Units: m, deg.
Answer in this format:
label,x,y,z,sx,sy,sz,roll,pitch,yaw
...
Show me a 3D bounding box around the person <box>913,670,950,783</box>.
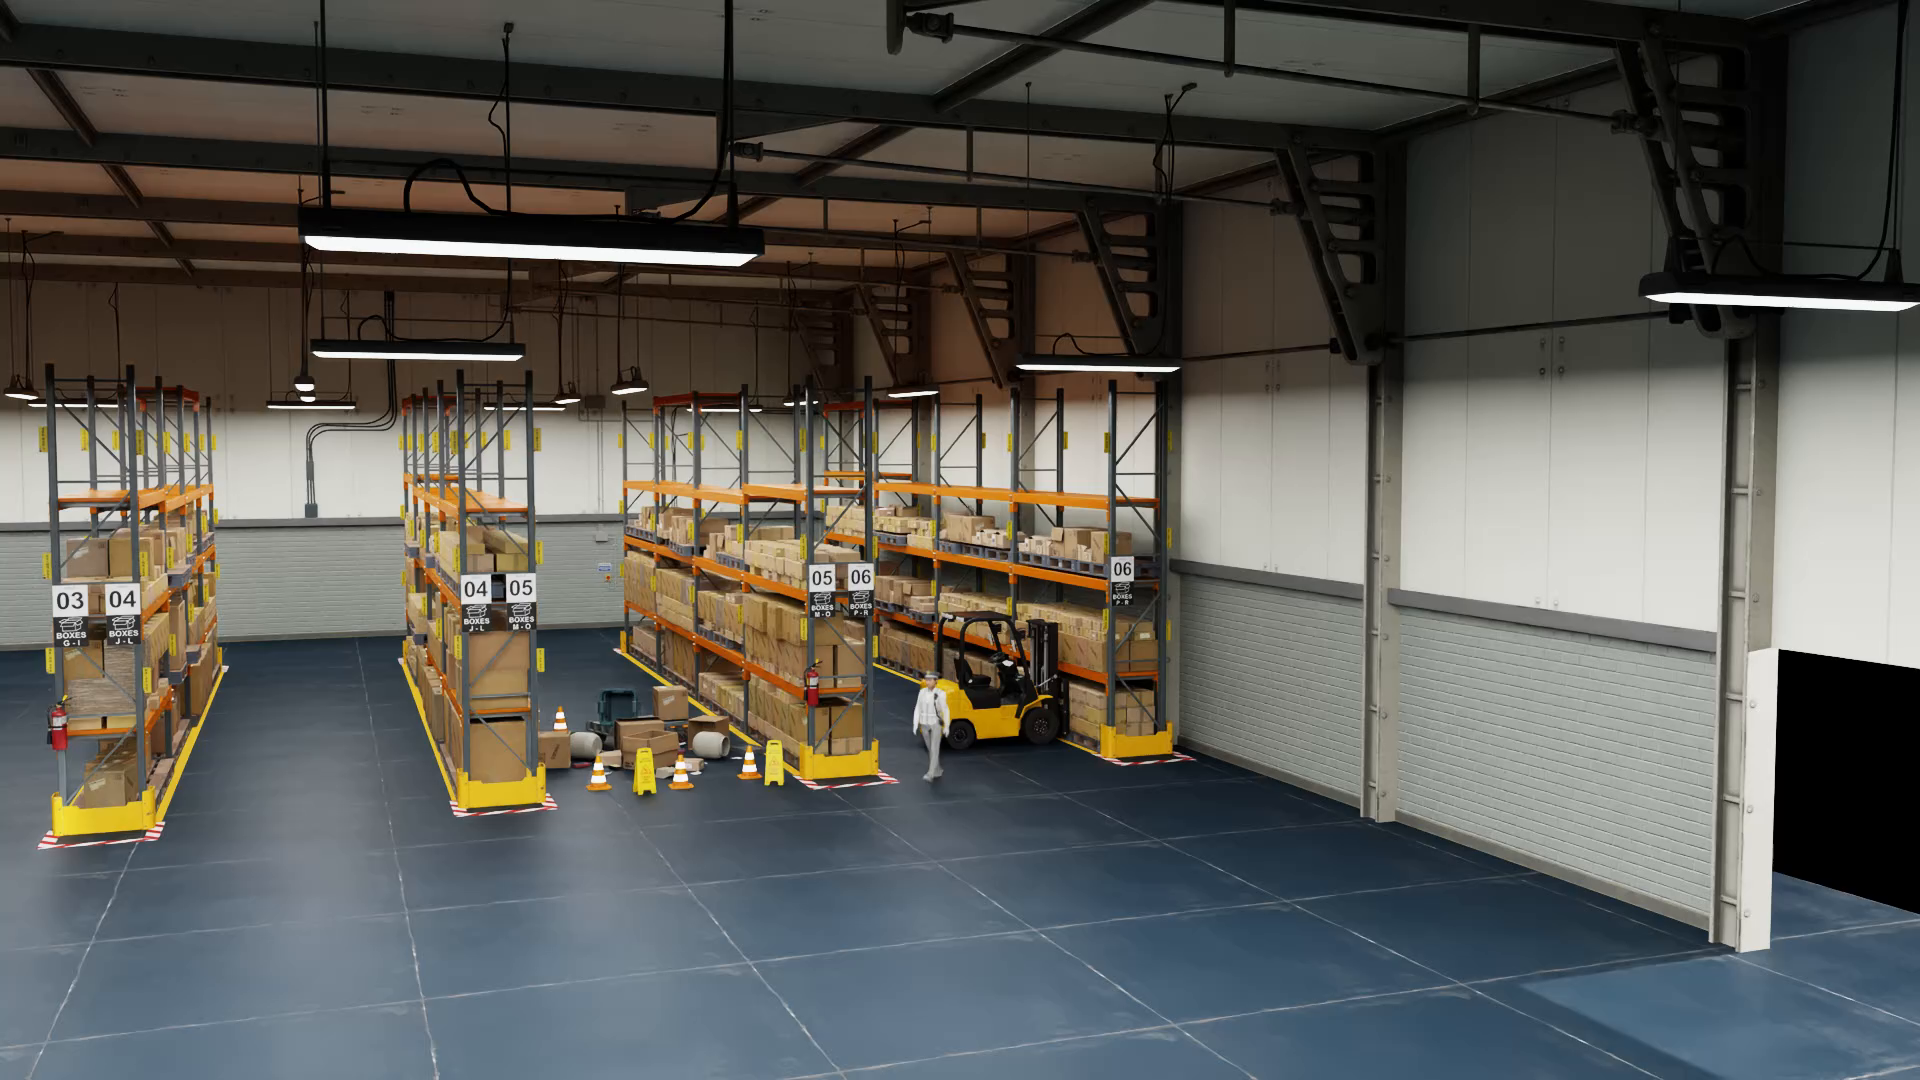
label,x,y,z,sx,sy,sz,roll,pitch,yaw
person,-0.446,2.737,24.551,0.530,1.634,0.988,2,4,30
